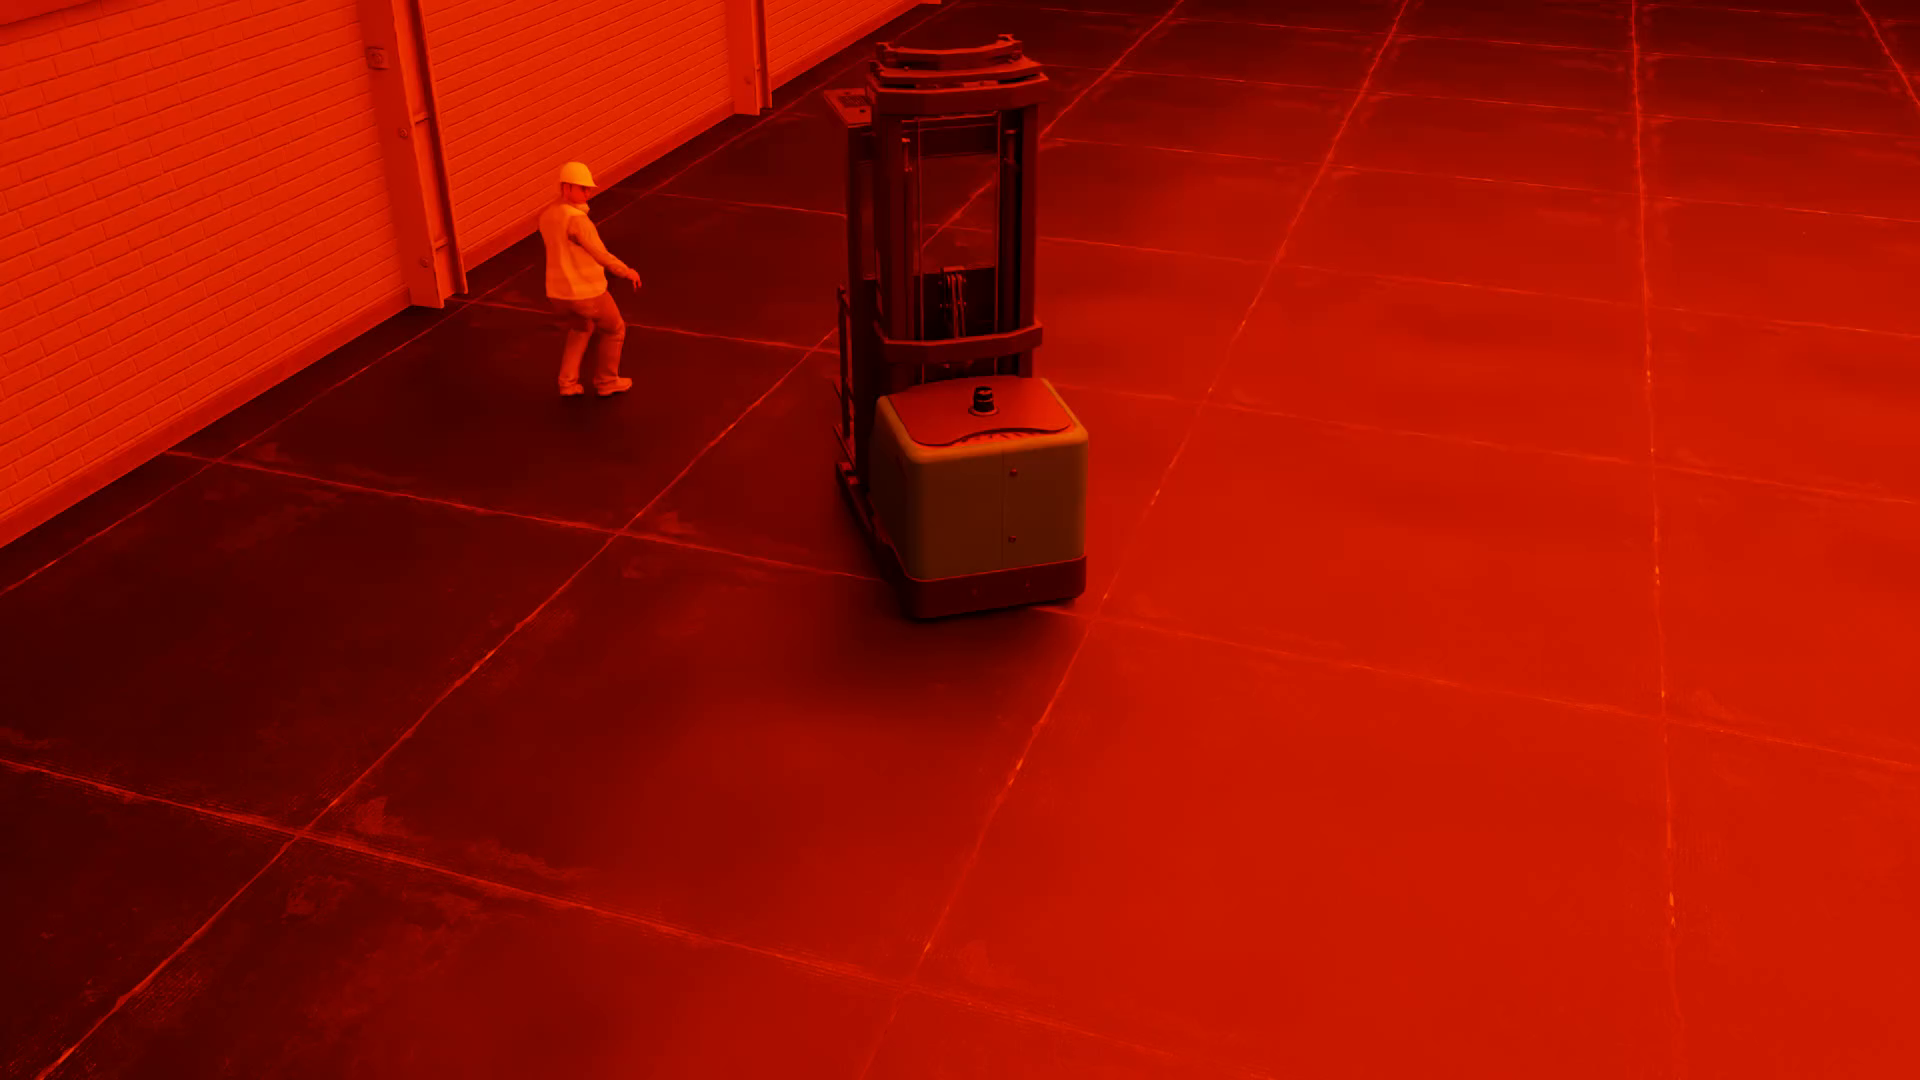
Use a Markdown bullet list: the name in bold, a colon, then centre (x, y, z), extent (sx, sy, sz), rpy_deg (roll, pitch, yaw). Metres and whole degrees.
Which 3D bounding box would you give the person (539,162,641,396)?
- **person**: centre (-2.565, -1.798, 11.561), extent (0.777, 1.687, 0.716), rpy_deg (17, 34, 27)

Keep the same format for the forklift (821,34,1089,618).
- **forklift**: centre (-0.170, -1.557, 9.868), extent (1.130, 2.935, 3.031), rpy_deg (-8, 31, -13)
